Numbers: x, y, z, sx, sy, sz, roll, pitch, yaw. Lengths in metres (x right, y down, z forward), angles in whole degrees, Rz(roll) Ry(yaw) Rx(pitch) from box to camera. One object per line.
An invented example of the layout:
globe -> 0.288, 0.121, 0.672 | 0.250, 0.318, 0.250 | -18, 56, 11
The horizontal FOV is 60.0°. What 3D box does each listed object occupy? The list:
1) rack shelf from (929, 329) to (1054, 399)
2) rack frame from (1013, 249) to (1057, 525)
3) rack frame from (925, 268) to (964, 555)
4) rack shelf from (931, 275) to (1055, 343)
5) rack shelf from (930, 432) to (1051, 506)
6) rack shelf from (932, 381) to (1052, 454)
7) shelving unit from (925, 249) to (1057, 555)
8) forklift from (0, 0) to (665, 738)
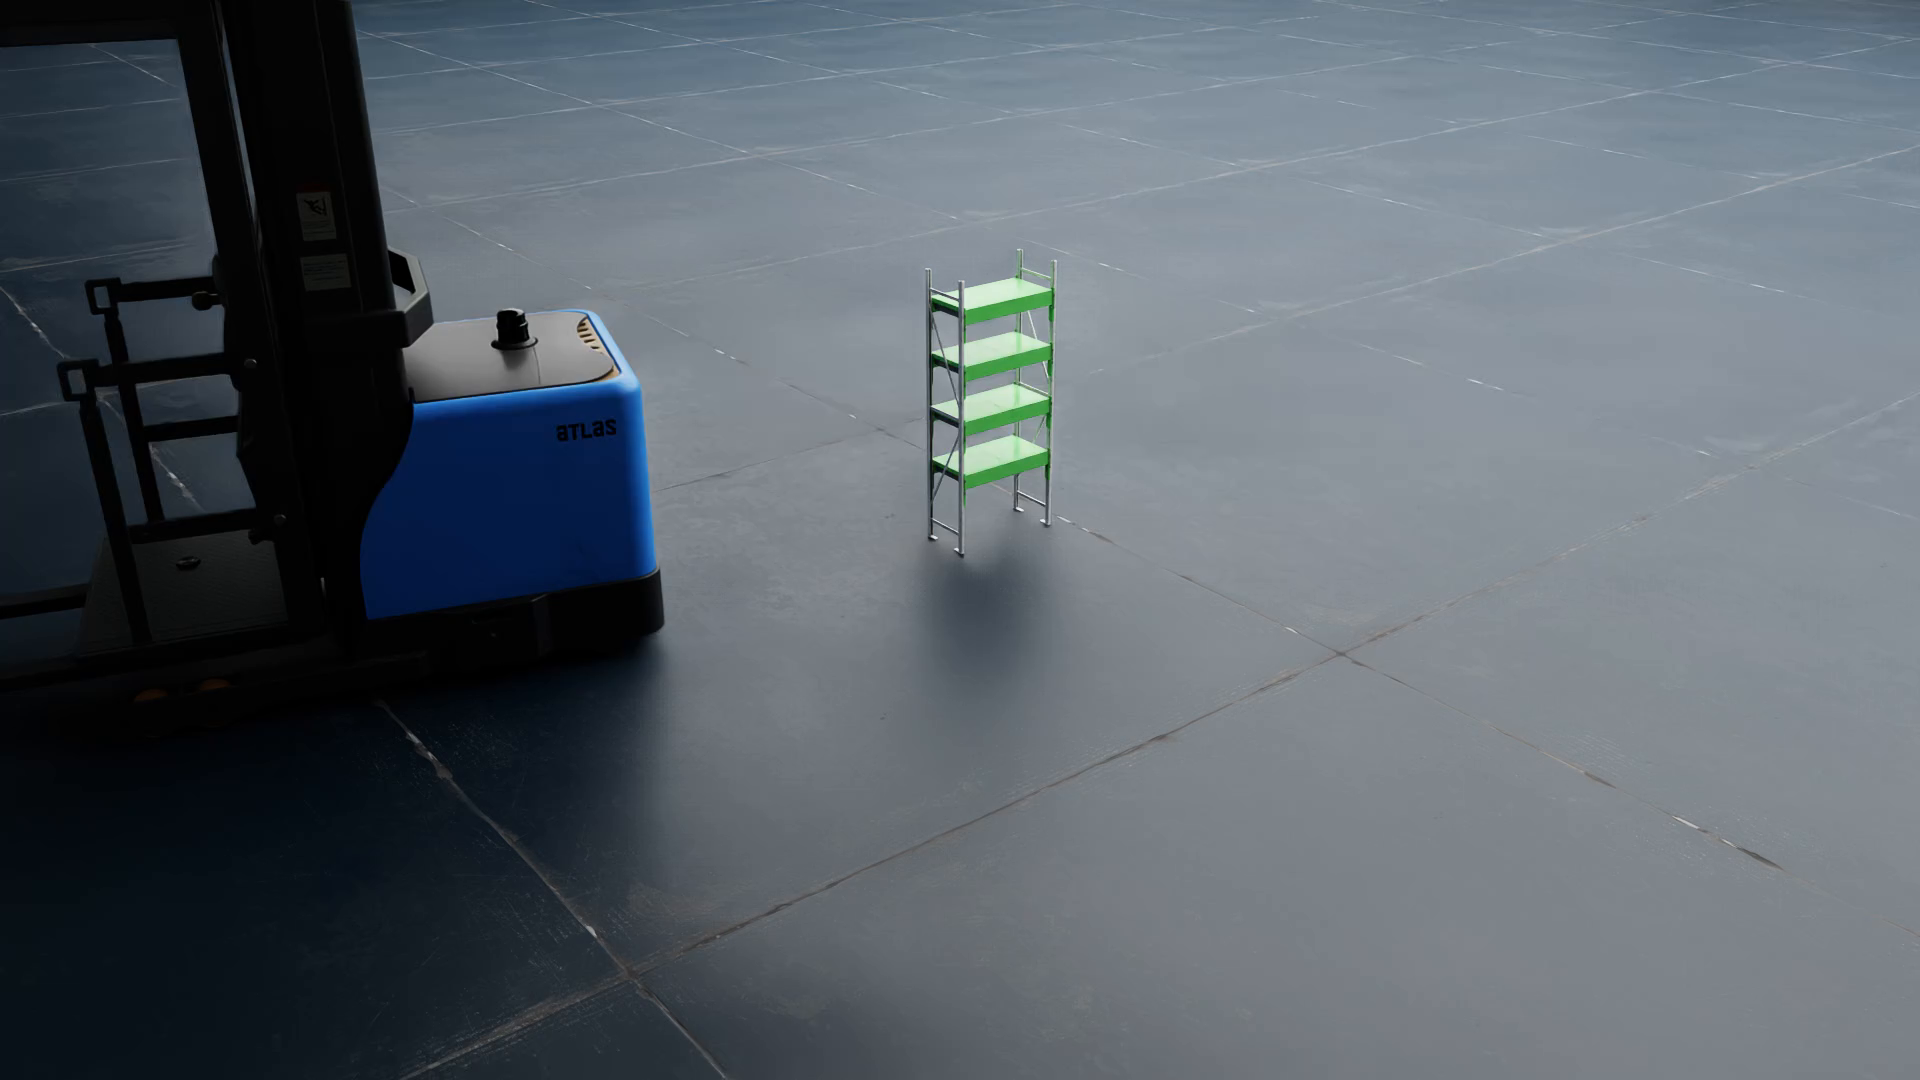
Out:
rack shelf -> 0.130, -0.747, 7.016 | 0.480, 0.148, 0.258 | -18, 31, -34
rack frame -> 0.322, -0.651, 7.227 | 0.015, 1.200, 0.240 | -18, 31, -34
rack frame -> -0.062, -0.524, 6.953 | 0.015, 1.200, 0.240 | -18, 31, -34
rack shelf -> 0.130, -0.965, 6.915 | 0.480, 0.148, 0.258 | -18, 31, -34
rack shelf -> 0.130, -0.312, 7.218 | 0.480, 0.148, 0.258 | -18, 31, -34
rack shelf -> 0.130, -0.529, 7.117 | 0.480, 0.148, 0.258 | -18, 31, -34
shelving unit -> 0.130, -0.587, 7.090 | 0.503, 1.200, 0.258 | -18, 31, -34
forklift -> -2.707, -0.895, 5.697 | 3.031, 2.935, 1.130 | -9, 26, -19
